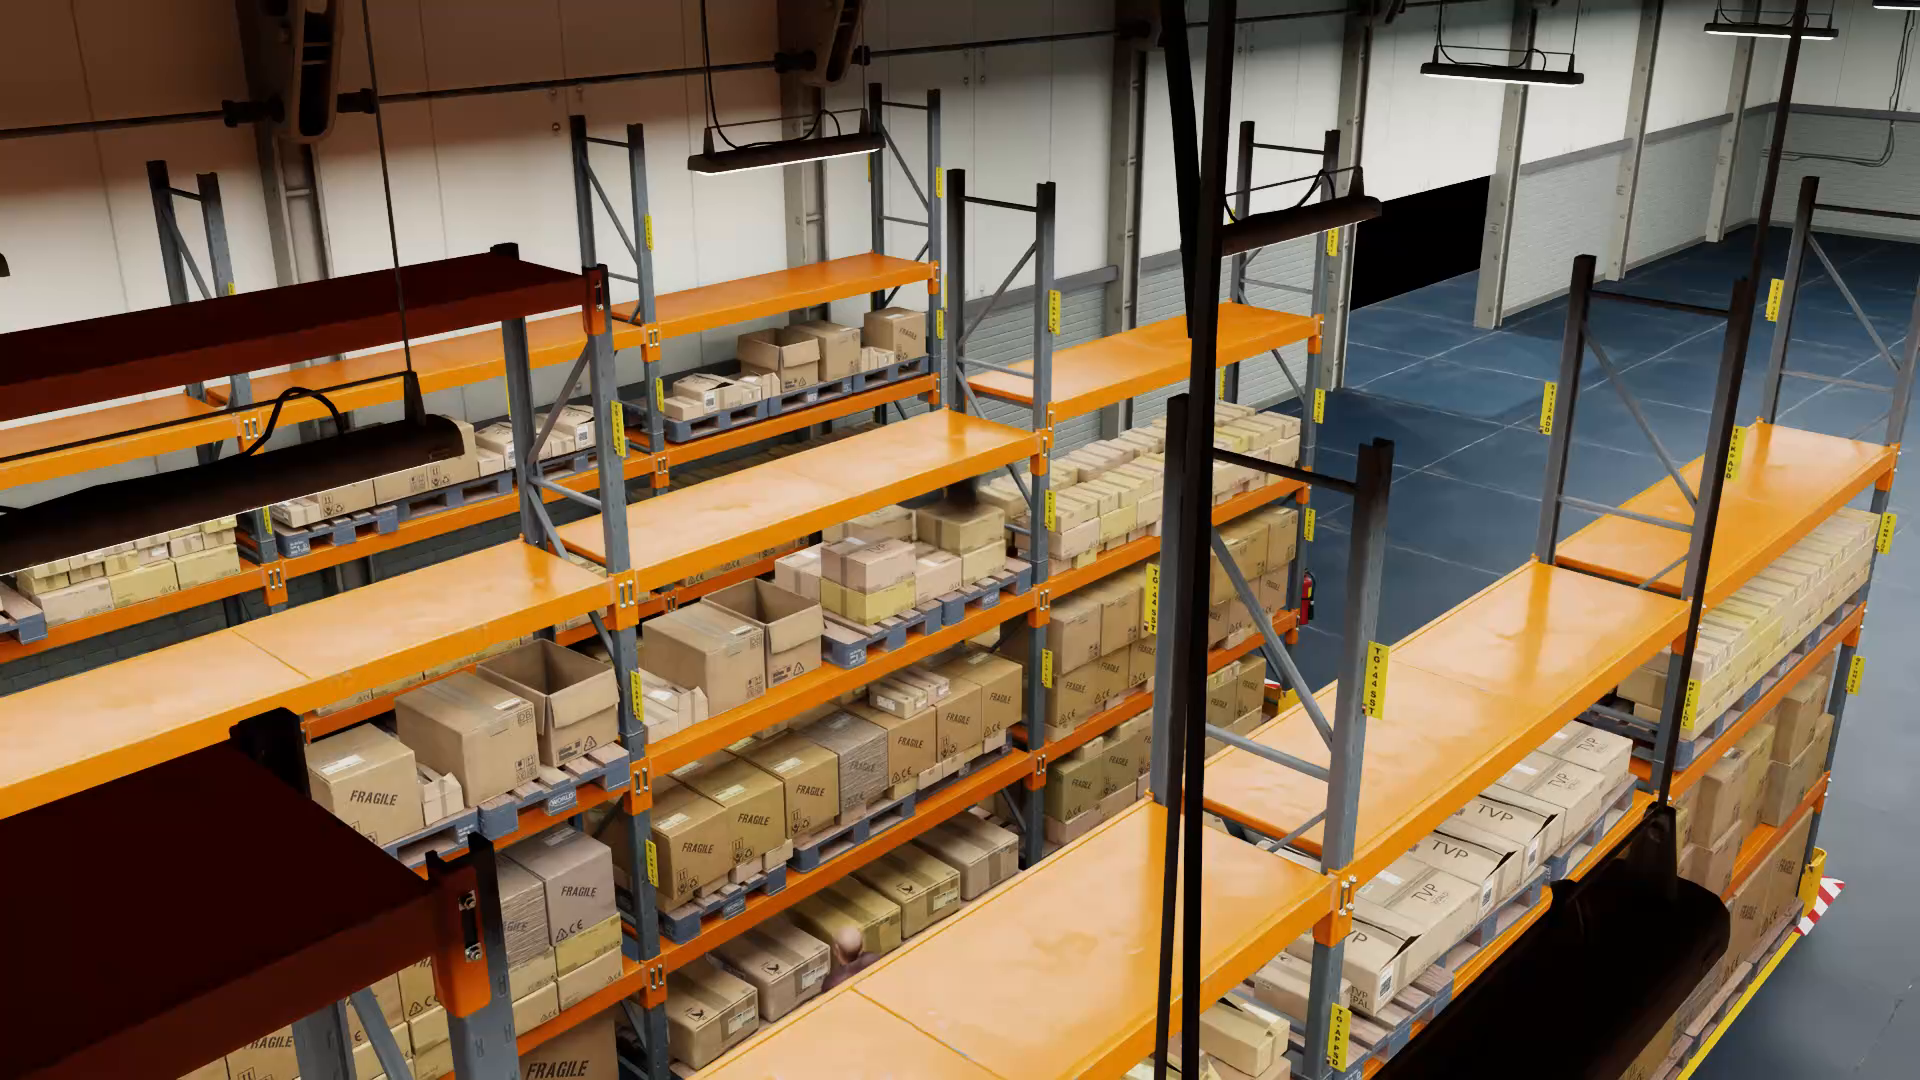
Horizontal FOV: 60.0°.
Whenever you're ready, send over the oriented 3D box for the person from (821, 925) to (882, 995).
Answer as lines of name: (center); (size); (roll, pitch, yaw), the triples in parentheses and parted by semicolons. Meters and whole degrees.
person: (-0.705, 3.313, 10.987); (0.443, 1.789, 0.614); (13, 25, 30)
